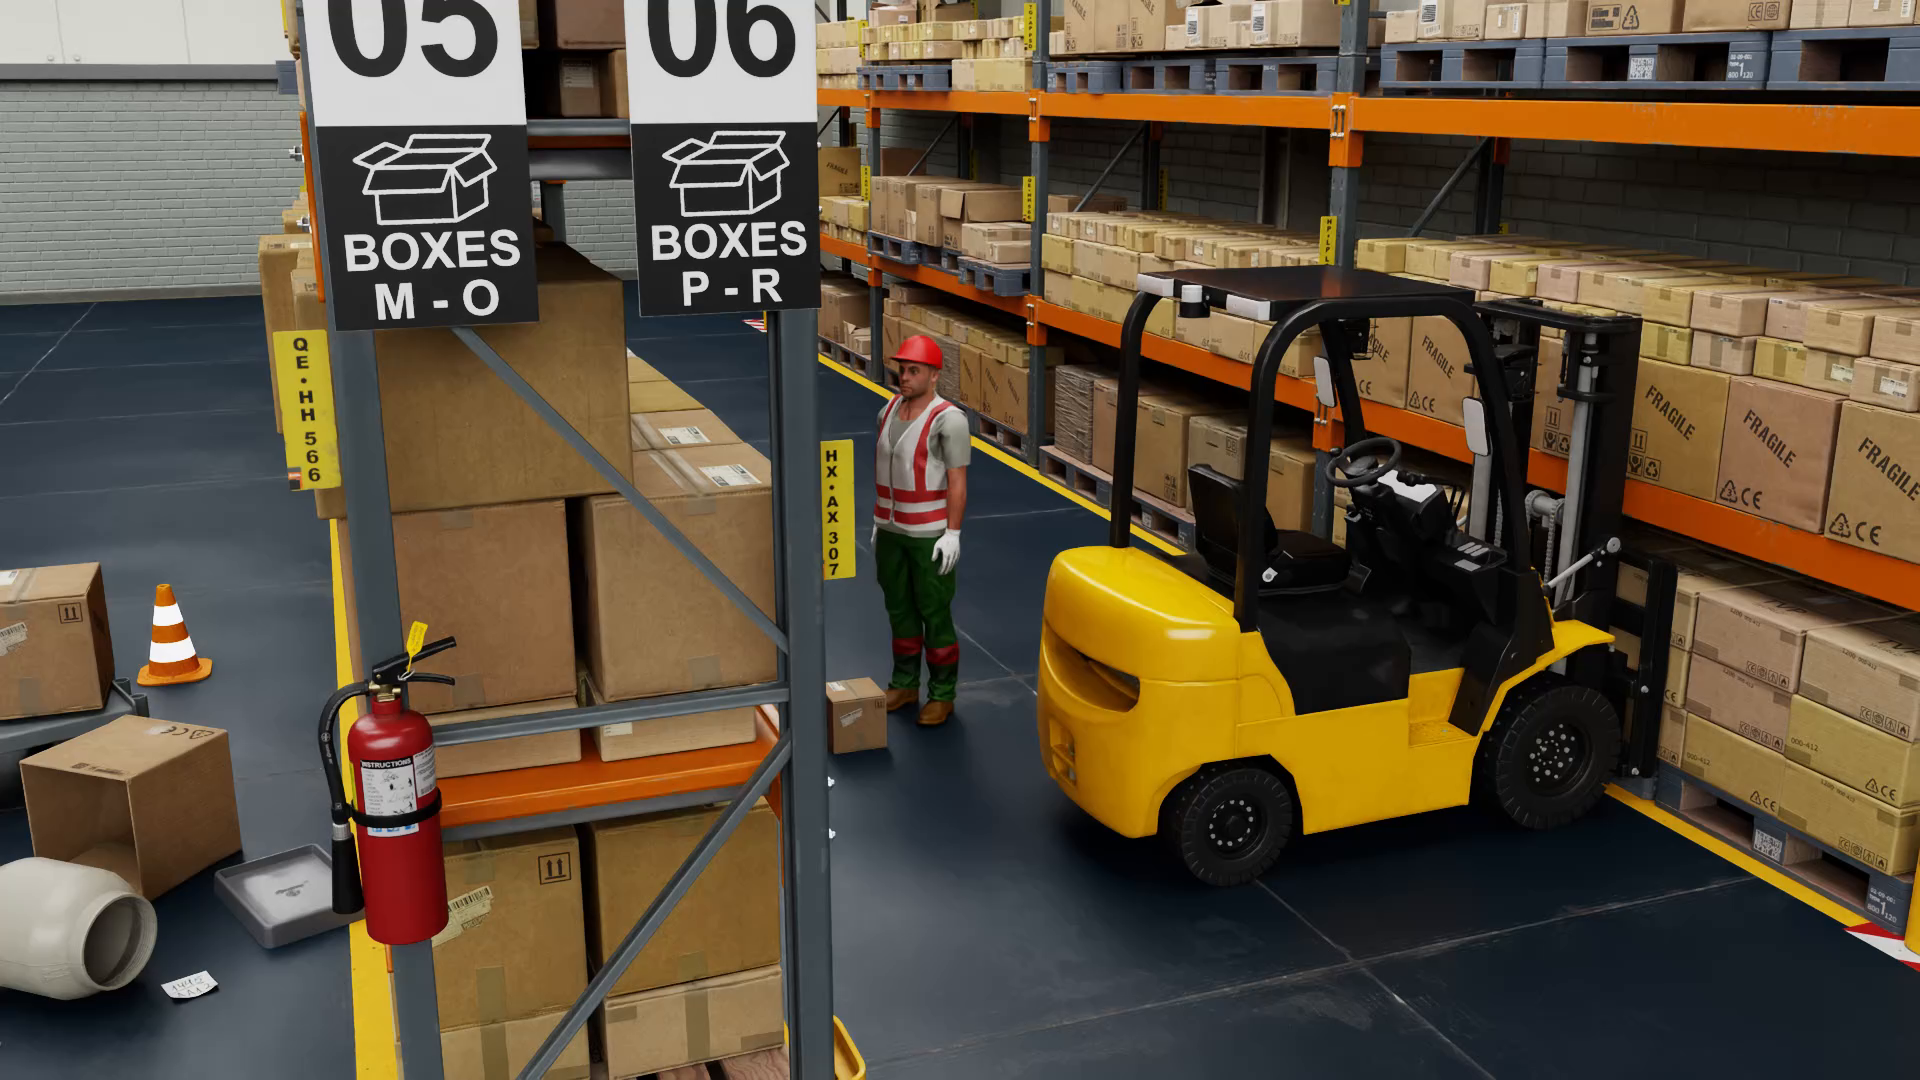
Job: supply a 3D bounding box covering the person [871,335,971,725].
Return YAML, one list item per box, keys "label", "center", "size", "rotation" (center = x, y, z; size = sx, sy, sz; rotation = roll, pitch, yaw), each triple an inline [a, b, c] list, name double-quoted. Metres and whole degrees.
- label: "person"
  center: [-0.197, -0.046, 7.623]
  size: [0.523, 1.790, 0.322]
  rotation: [13, 20, 40]
